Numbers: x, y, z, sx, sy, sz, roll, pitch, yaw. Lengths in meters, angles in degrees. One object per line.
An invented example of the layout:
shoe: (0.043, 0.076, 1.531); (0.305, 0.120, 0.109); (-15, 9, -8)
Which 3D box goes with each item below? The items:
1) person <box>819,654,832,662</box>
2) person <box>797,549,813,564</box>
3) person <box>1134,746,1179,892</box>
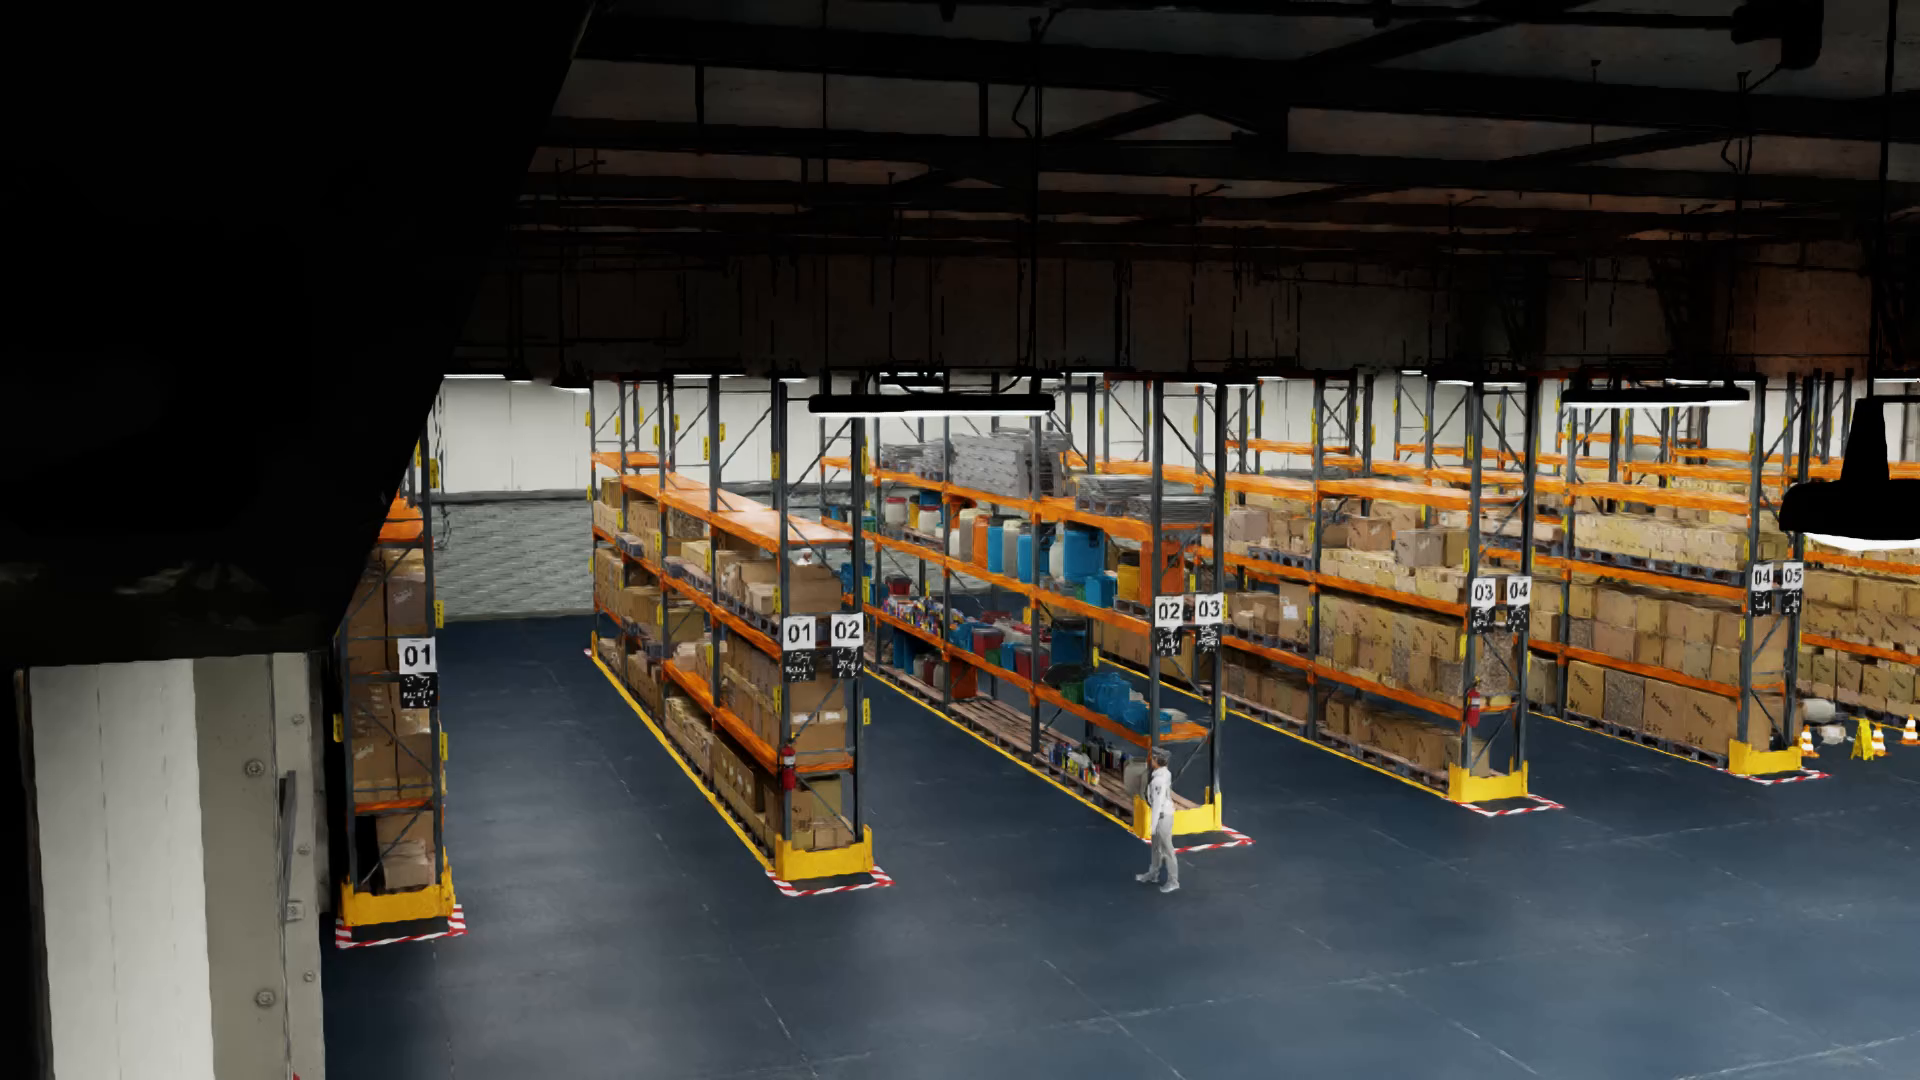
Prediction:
person: (-2.470, 2.127, 30.211); (0.567, 1.657, 0.611); (1, 6, 5)
person: (-3.781, 1.041, 39.624); (0.502, 1.761, 0.743); (3, 7, 26)
person: (2.349, 3.288, 19.762); (0.539, 1.665, 0.573); (1, 6, 8)
